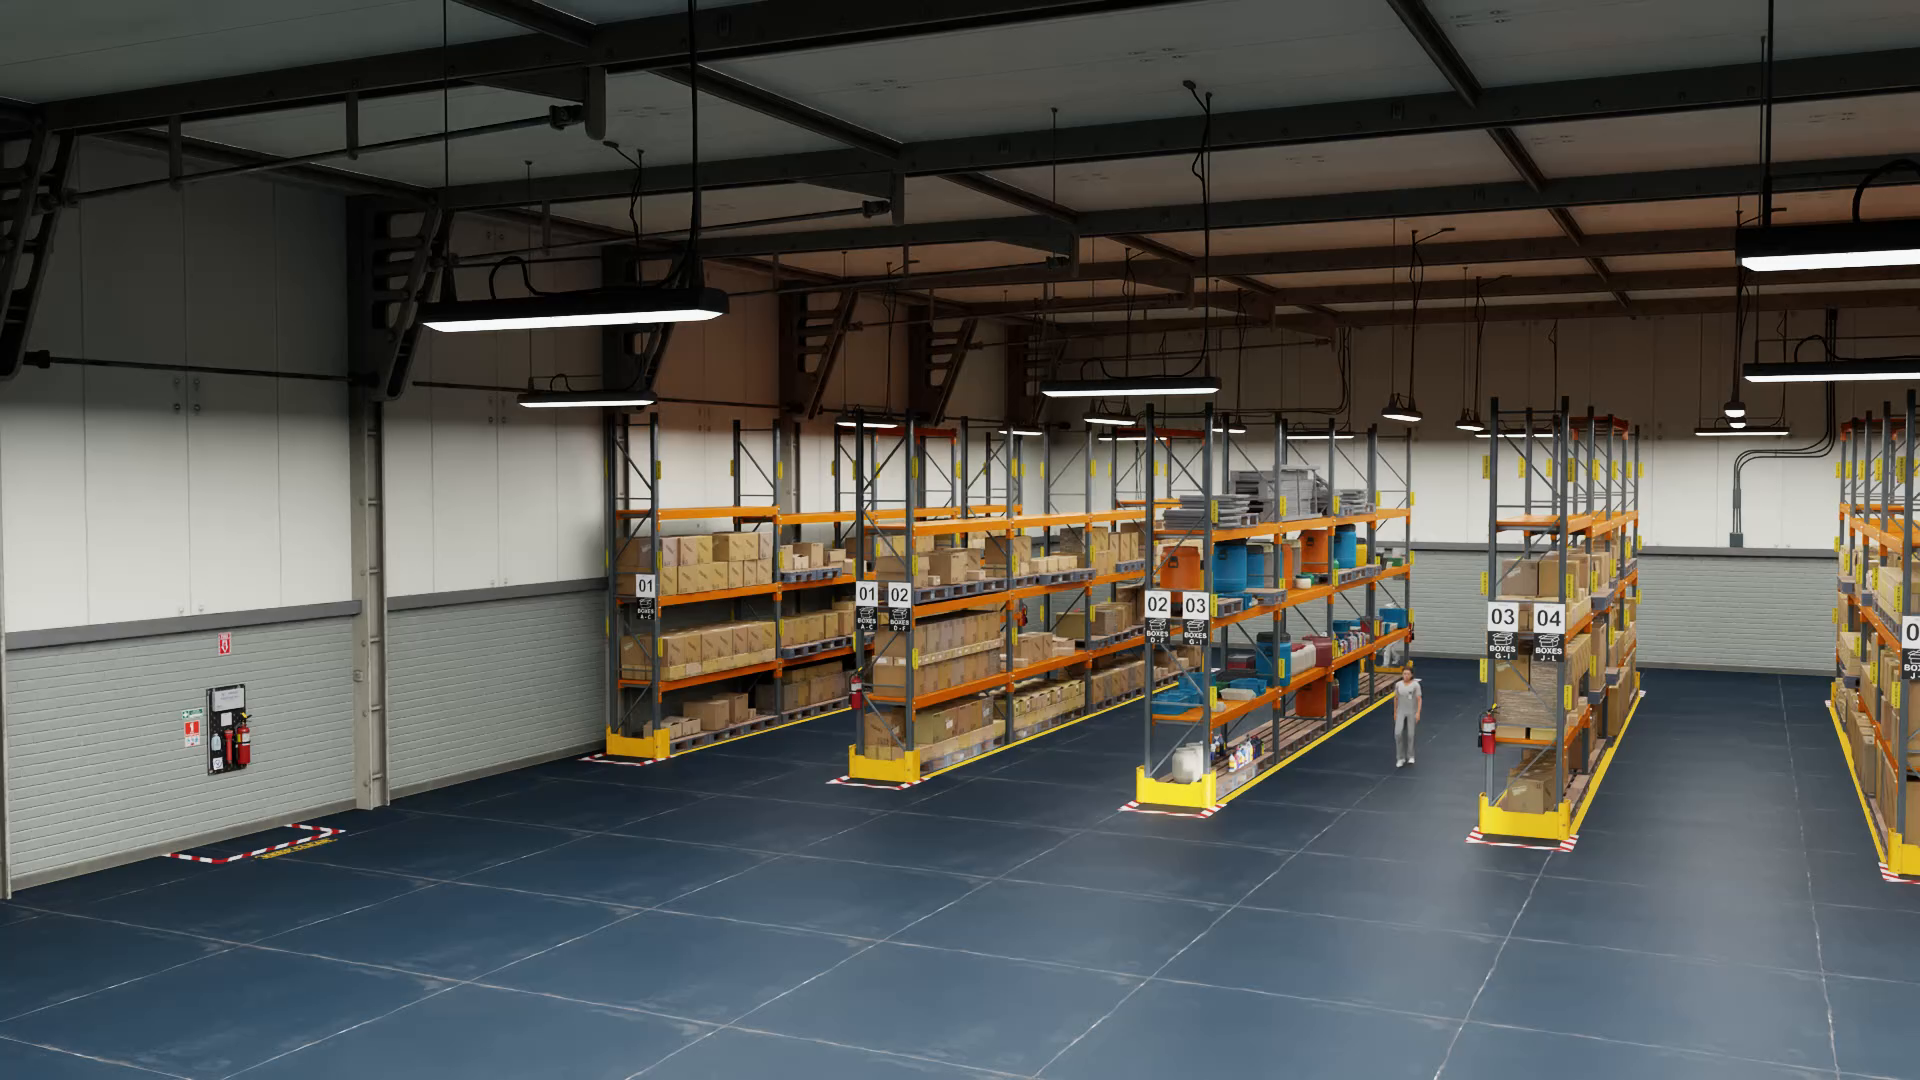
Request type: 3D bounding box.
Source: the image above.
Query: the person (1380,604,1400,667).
[{"bbox_3d":[10.891,2.409,42.060,1.006,1.608,0.508,-2,3,-37],"label":"person"}]

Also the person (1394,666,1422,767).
[{"bbox_3d":[7.598,2.993,28.238,0.485,1.725,0.537,1,3,27],"label":"person"}]
